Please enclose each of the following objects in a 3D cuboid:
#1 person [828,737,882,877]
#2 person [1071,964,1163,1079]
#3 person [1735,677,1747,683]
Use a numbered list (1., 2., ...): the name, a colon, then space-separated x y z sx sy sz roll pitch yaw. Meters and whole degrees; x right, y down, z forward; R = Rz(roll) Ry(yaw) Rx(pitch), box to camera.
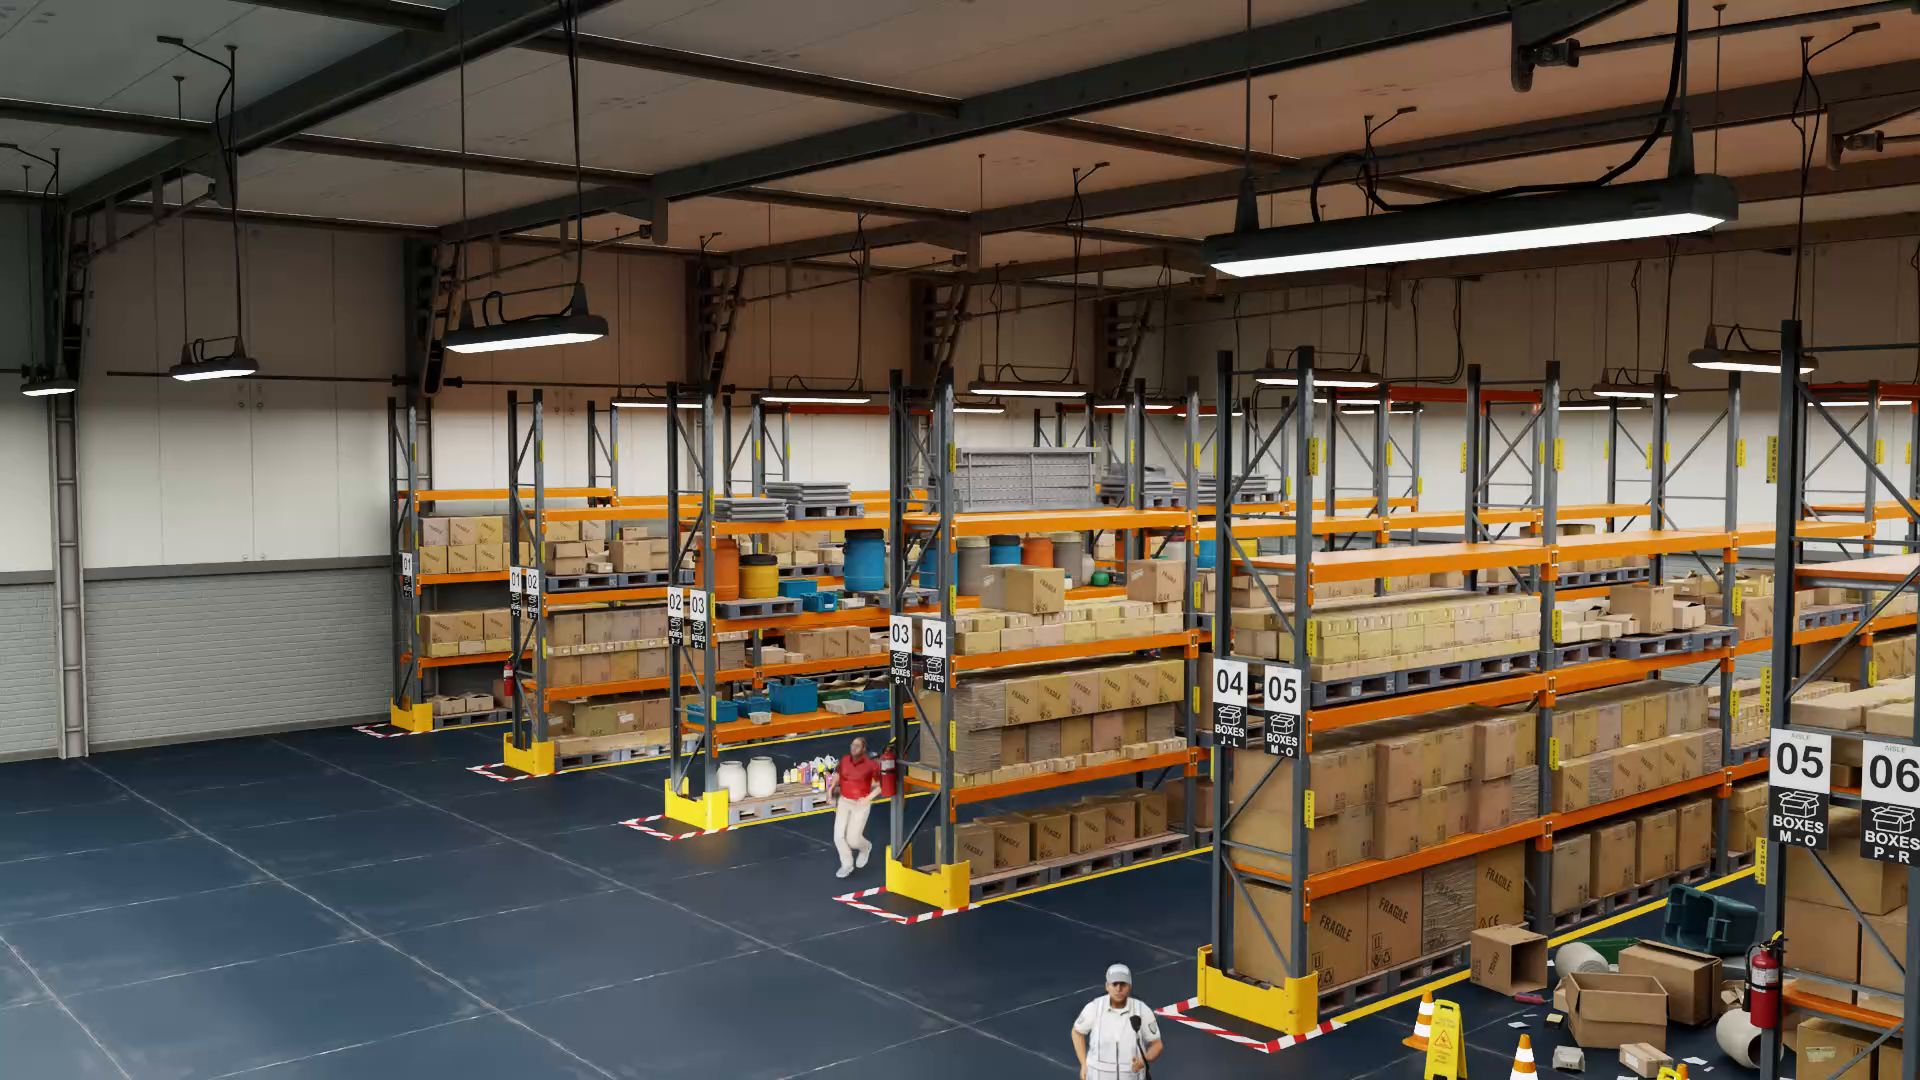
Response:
1. person: -1.231 3.182 19.862 0.690 1.680 0.654 2 4 31
2. person: 1.065 3.685 11.279 0.620 1.634 0.804 0 3 2
3. person: 11.681 2.881 24.799 0.967 1.681 0.584 -3 4 -41
